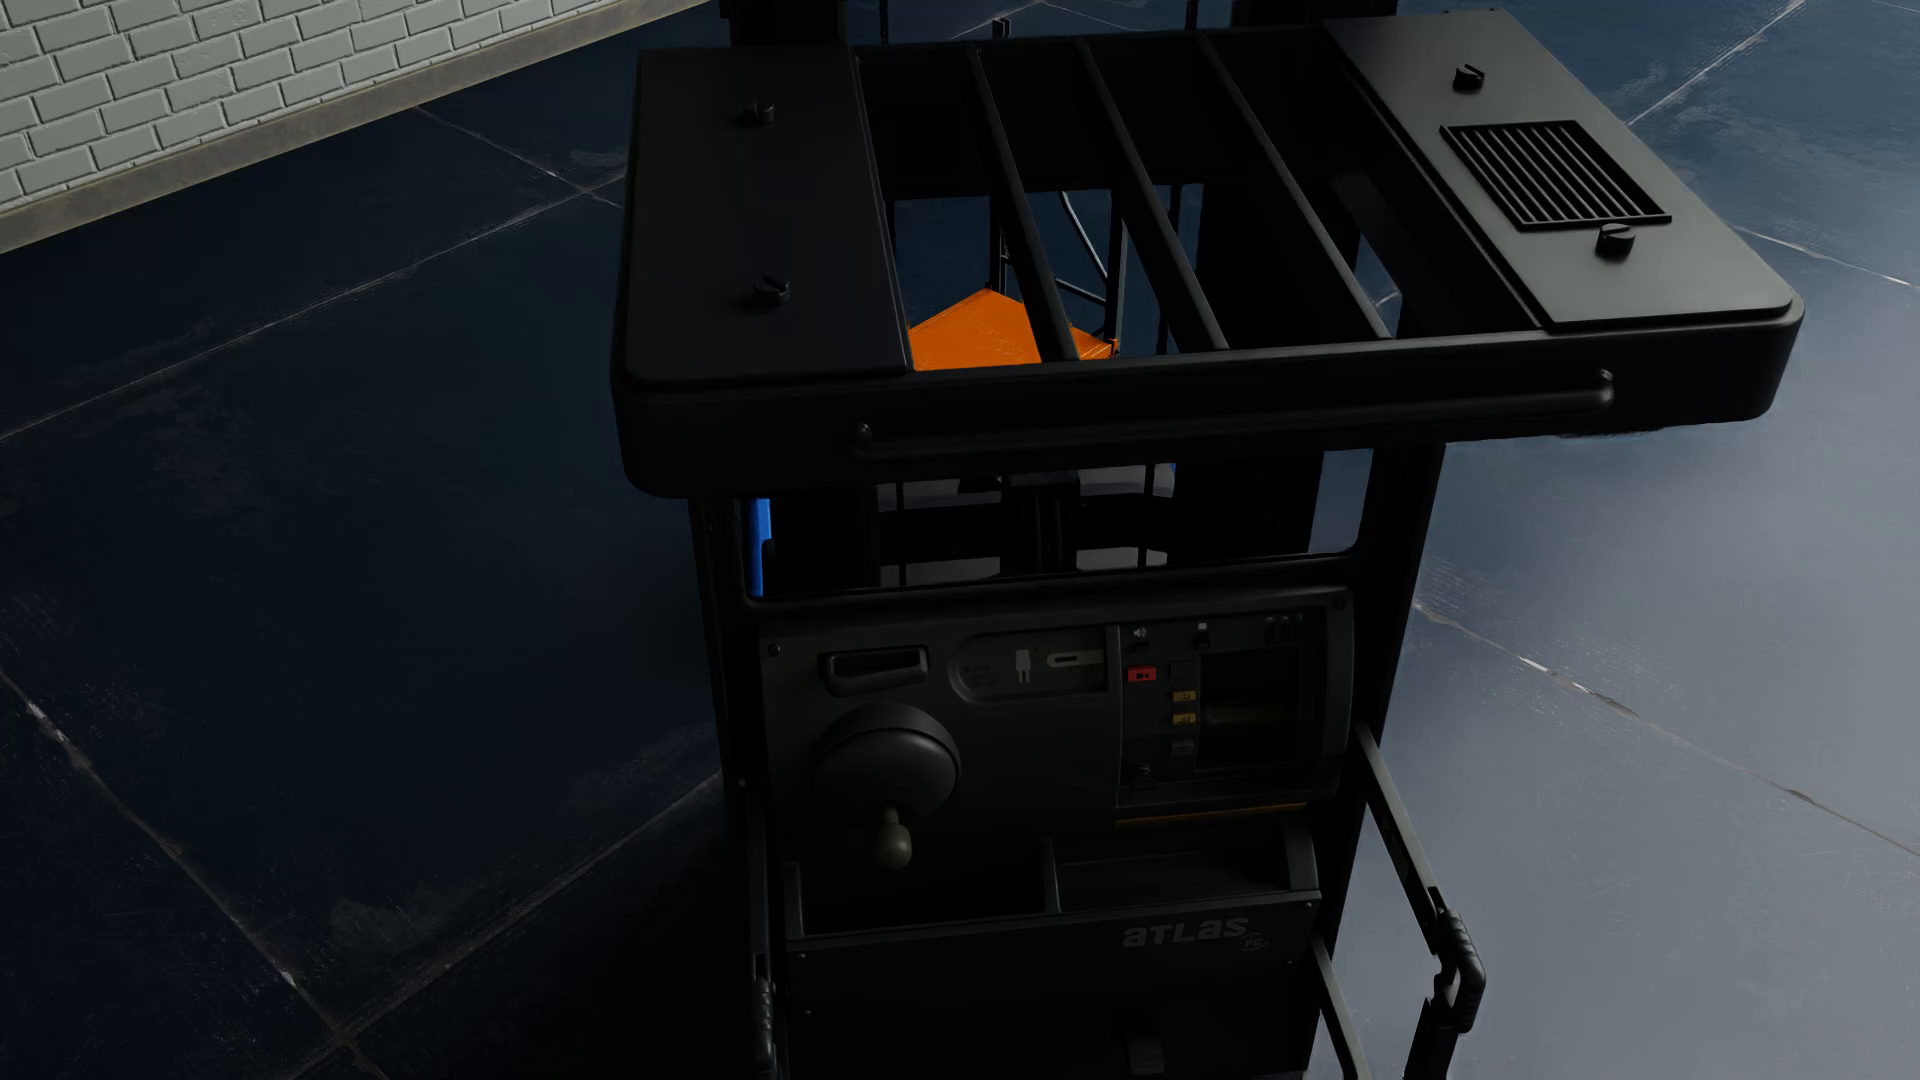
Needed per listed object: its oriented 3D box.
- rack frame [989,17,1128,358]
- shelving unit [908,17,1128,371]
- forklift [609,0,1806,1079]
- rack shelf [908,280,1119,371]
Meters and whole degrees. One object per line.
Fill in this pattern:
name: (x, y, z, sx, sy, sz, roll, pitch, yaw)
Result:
rack frame: (0.285, -0.781, 5.028, 0.500, 1.500, 0.032, 30, 47, 32)
shelving unit: (-0.051, -0.552, 4.739, 0.587, 1.500, 1.083, 30, 47, 32)
forklift: (0.187, 0.361, 2.441, 1.130, 2.935, 3.031, -4, 39, -5)
rack shelf: (-0.058, -0.407, 4.846, 0.538, 0.185, 1.000, 30, 47, 32)
